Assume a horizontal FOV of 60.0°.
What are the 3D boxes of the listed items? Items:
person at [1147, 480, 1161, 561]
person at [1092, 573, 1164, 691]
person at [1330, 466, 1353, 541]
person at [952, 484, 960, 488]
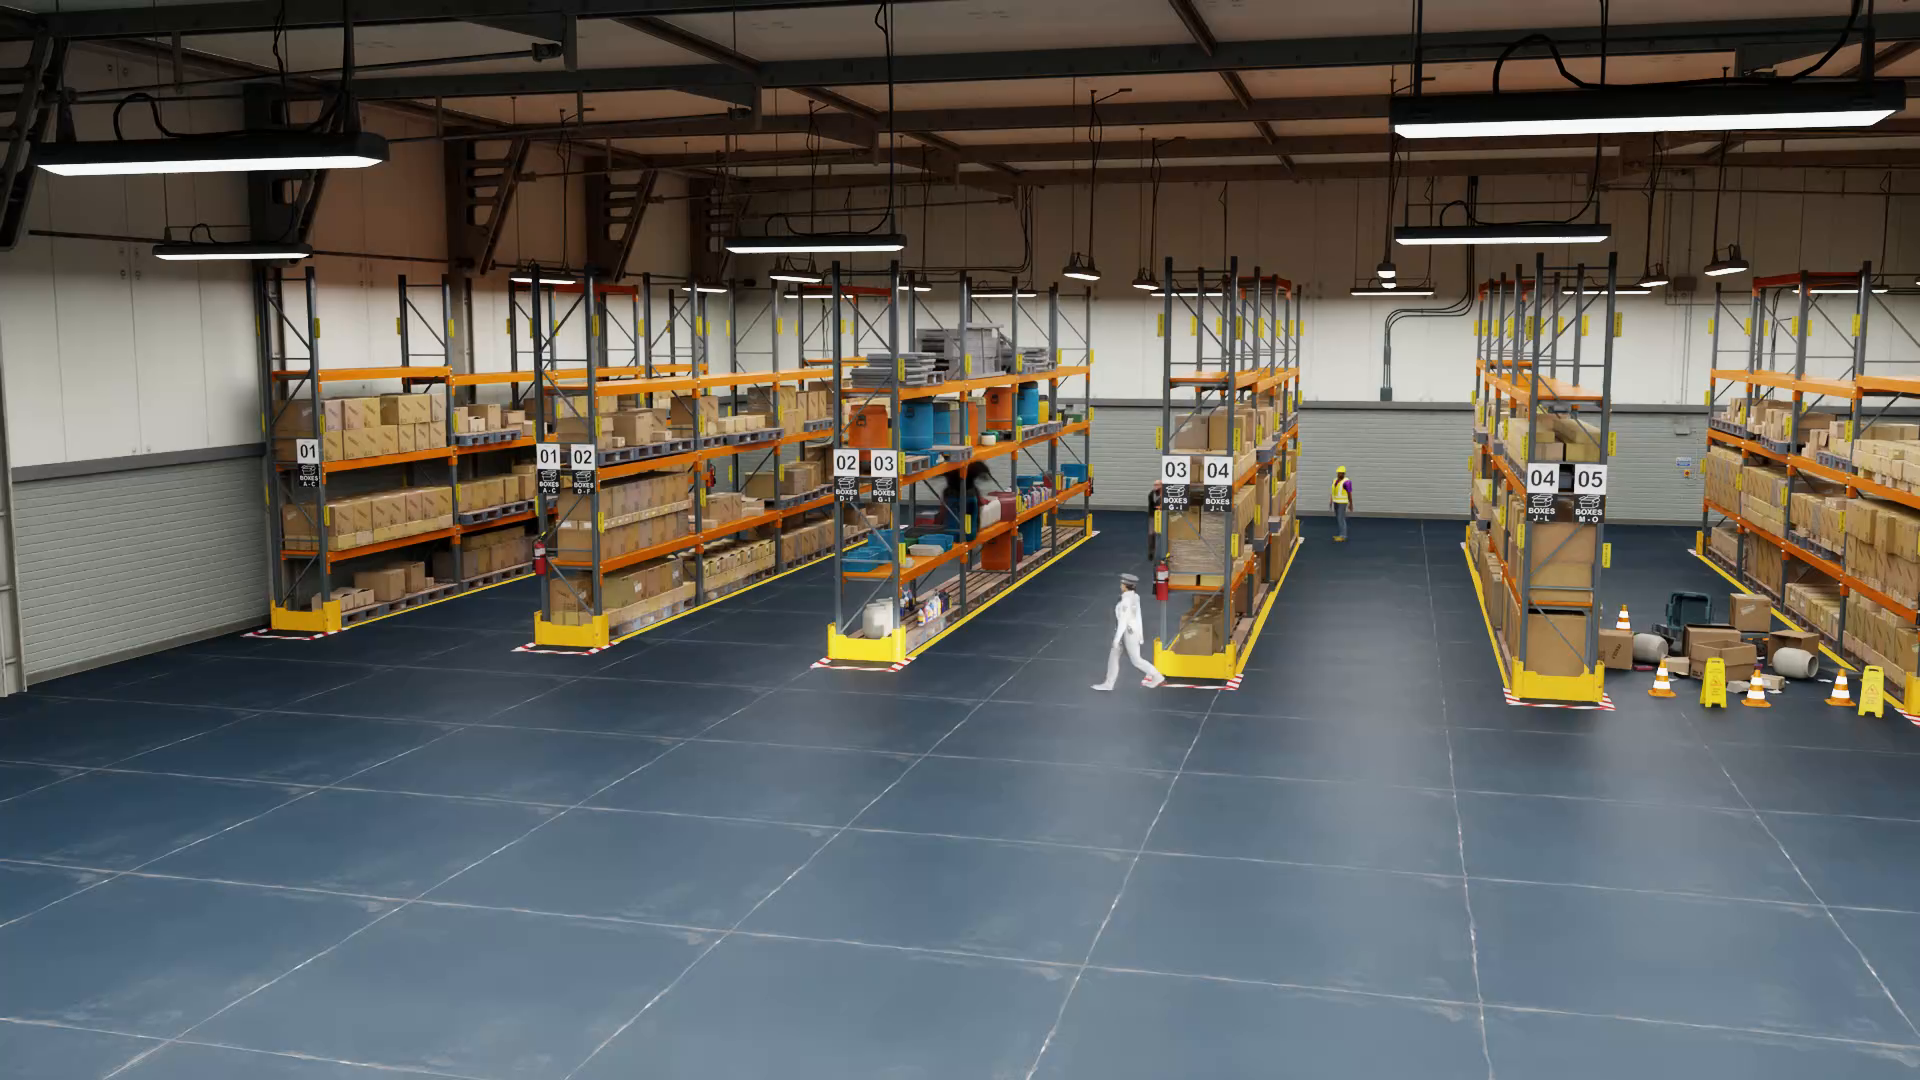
[{"bbox_3d":[4.358,-0.435,36.231,0.631,1.764,0.829,2,8,19],"label":"person"},{"bbox_3d":[2.340,1.282,22.930,0.955,1.644,0.442,-1,7,-11],"label":"person"},{"bbox_3d":[8.997,-0.869,39.350,0.426,1.764,0.575,-2,7,-12],"label":"person"},{"bbox_3d":[-0.089,-0.431,36.505,0.520,1.622,0.933,3,8,23],"label":"person"}]
